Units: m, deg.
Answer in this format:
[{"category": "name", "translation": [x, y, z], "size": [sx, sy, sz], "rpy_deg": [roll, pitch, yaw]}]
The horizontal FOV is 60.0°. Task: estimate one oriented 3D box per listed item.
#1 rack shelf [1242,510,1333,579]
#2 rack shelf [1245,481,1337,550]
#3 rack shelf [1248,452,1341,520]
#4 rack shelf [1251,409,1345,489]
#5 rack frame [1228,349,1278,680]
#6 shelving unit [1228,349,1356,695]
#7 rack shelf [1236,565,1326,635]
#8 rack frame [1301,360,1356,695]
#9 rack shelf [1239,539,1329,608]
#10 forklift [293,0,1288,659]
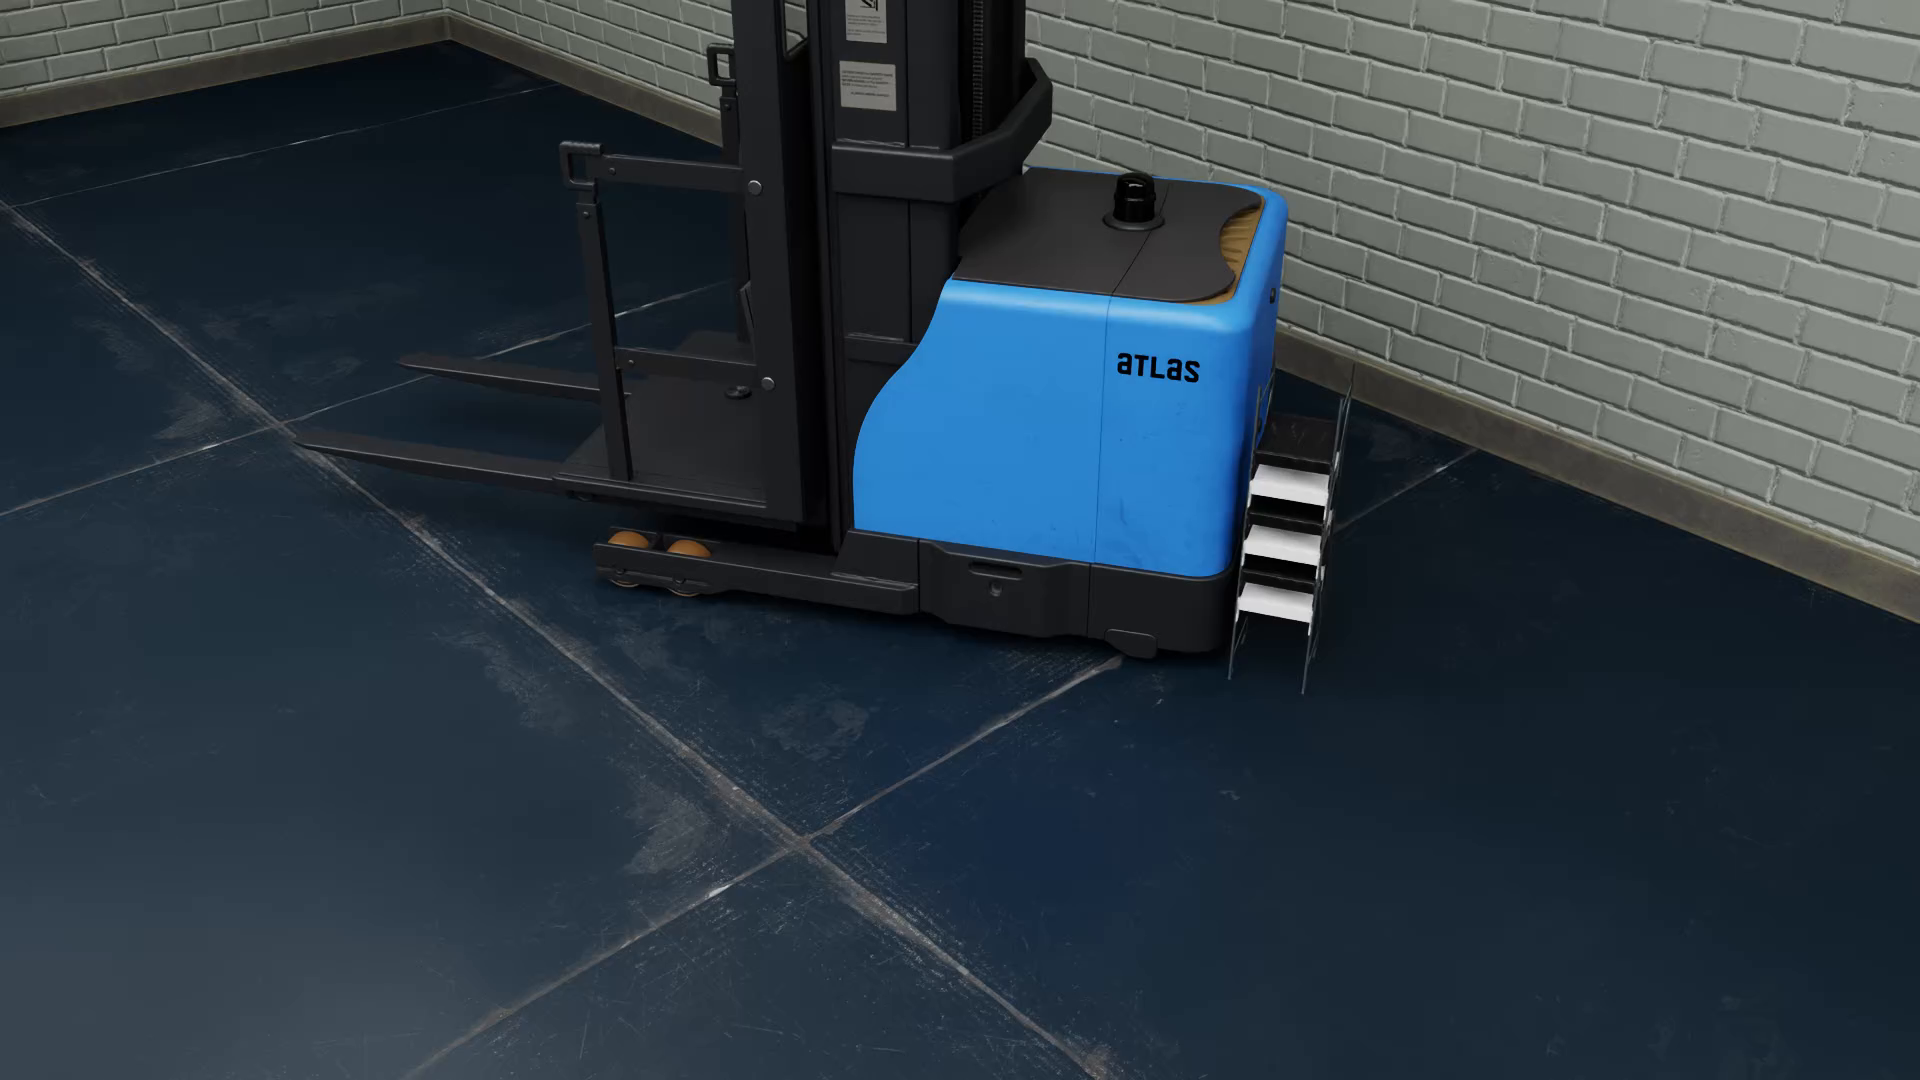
[{"category": "rack shelf", "translation": [0.882, -0.008, 4.465], "size": [0.200, 0.077, 0.258], "rpy_deg": [10, 33, 16]}, {"category": "rack shelf", "translation": [0.882, -0.085, 4.418], "size": [0.200, 0.077, 0.258], "rpy_deg": [10, 33, 16]}, {"category": "rack shelf", "translation": [0.882, -0.162, 4.371], "size": [0.200, 0.077, 0.258], "rpy_deg": [10, 33, 16]}, {"category": "rack shelf", "translation": [0.882, -0.239, 4.324], "size": [0.200, 0.077, 0.258], "rpy_deg": [10, 33, 16]}, {"category": "rack frame", "translation": [0.786, -0.054, 4.476], "size": [0.006, 0.900, 0.240], "rpy_deg": [10, 33, 16]}, {"category": "shelving unit", "translation": [0.882, -0.037, 4.448], "size": [0.210, 0.900, 0.258], "rpy_deg": [10, 33, 16]}, {"category": "rack shelf", "translation": [0.882, 0.145, 4.559], "size": [0.200, 0.077, 0.258], "rpy_deg": [10, 33, 16]}, {"category": "rack frame", "translation": [0.978, -0.019, 4.419], "size": [0.006, 0.900, 0.240], "rpy_deg": [10, 33, 16]}, {"category": "rack shelf", "translation": [0.882, 0.068, 4.512], "size": [0.200, 0.077, 0.258], "rpy_deg": [10, 33, 16]}, {"category": "forklift", "translation": [-0.600, -1.337, 4.626], "size": [3.031, 2.935, 1.130], "rpy_deg": [8, 32, 13]}]
